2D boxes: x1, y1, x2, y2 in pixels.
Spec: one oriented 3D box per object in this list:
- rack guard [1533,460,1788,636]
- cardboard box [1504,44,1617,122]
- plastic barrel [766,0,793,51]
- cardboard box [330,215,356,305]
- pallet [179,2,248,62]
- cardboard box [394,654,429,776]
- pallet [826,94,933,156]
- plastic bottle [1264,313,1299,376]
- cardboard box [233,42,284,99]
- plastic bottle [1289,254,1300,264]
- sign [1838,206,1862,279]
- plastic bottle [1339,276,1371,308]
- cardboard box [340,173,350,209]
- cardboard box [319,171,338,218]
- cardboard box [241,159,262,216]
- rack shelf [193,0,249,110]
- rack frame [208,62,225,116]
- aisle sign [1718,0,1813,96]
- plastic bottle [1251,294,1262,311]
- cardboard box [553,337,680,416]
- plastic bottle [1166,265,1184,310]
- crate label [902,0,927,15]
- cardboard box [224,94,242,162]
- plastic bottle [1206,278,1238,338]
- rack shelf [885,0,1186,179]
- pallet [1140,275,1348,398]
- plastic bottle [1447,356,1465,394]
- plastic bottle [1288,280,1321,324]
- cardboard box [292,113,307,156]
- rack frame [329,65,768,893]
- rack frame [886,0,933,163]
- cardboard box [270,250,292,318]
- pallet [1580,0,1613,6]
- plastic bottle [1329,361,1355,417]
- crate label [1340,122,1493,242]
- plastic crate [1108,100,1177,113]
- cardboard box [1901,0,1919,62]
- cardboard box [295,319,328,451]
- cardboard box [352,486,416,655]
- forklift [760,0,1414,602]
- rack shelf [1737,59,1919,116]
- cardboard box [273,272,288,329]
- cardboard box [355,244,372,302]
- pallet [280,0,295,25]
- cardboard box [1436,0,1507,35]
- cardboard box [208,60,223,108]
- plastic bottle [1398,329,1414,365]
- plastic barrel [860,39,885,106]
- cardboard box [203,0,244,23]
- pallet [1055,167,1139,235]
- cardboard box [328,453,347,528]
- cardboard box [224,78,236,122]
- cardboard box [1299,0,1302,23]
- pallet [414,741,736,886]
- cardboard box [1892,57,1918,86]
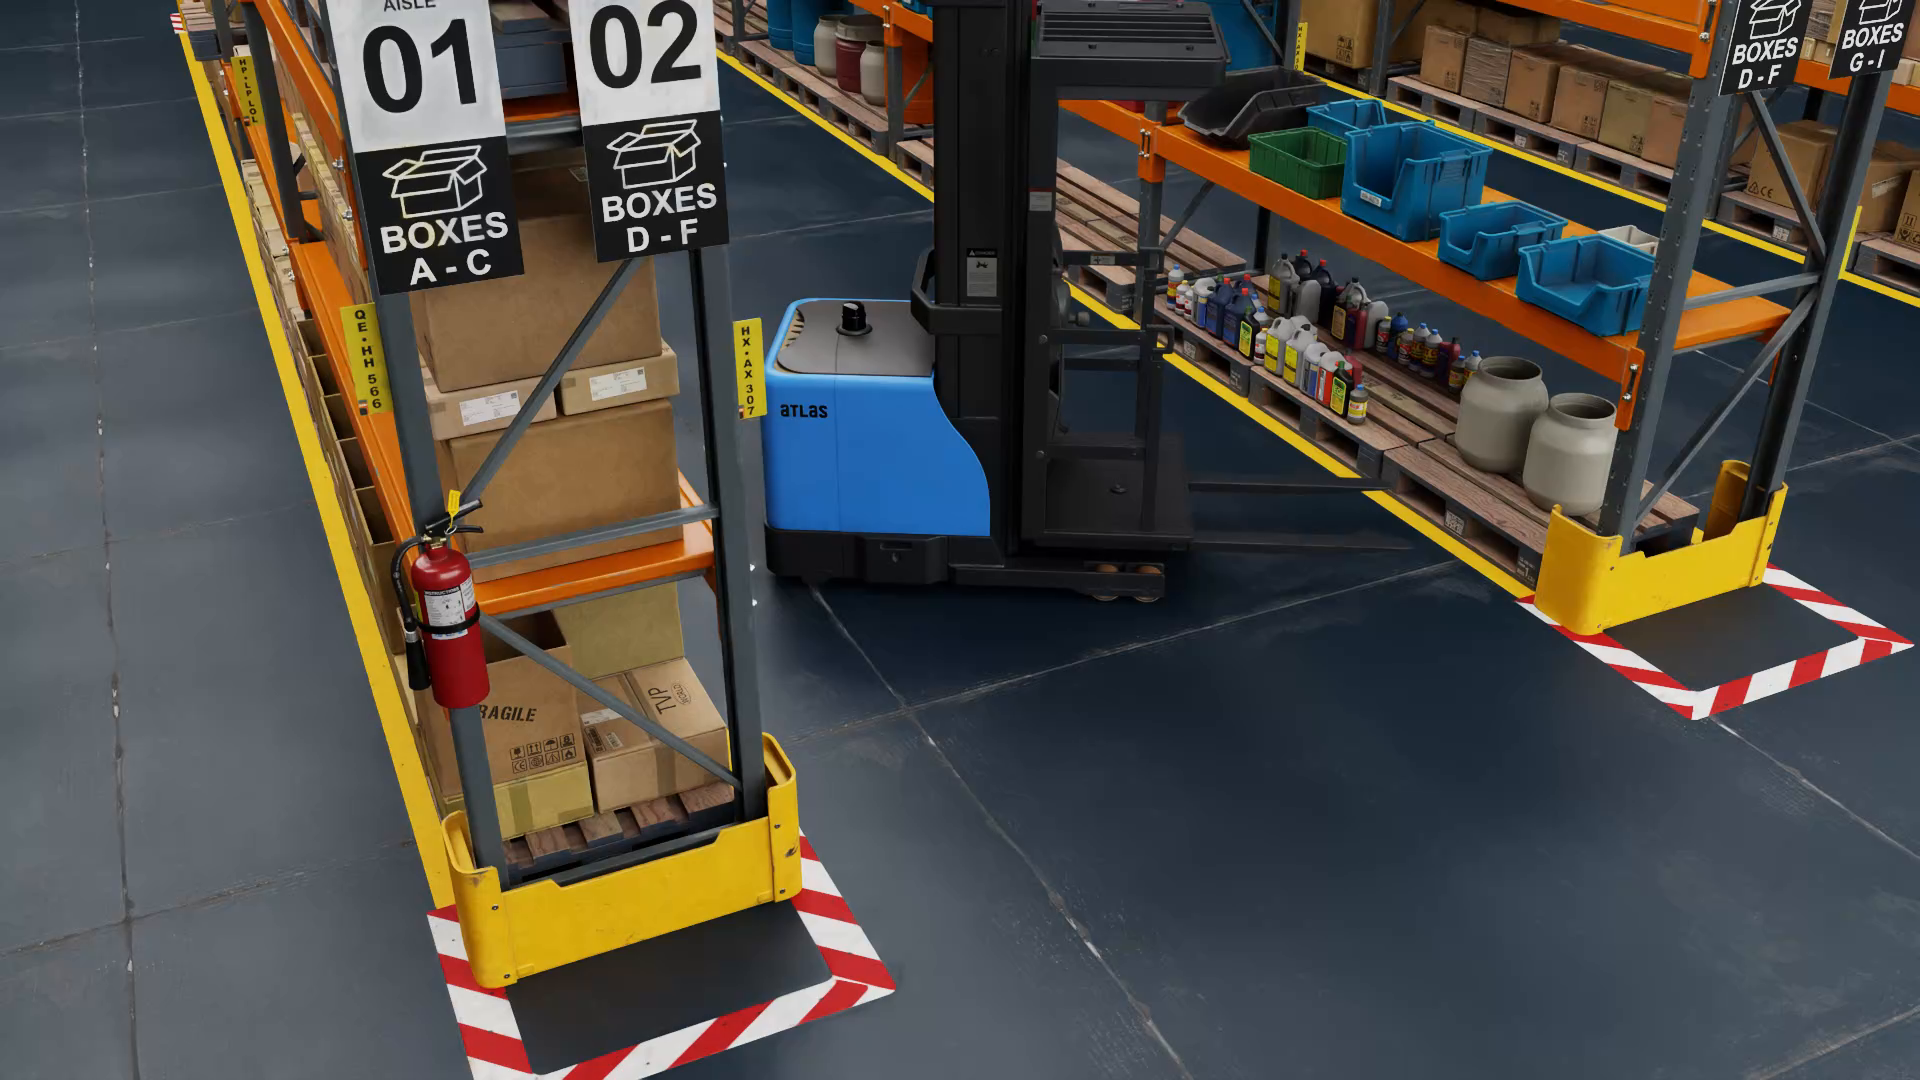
[{"bbox_3d":[3.240,0.025,7.695,1.175,0.500,0.348,-13,32,-22],"label":"rack guard"},{"bbox_3d":[5.159,-3.934,14.305,0.700,0.500,0.500,-10,31,-18],"label":"cardboard box"},{"bbox_3d":[-1.618,-5.367,16.470,0.600,0.901,0.708,-13,32,-22],"label":"plastic barrel"},{"bbox_3d":[-2.449,-1.388,7.556,0.700,0.500,0.500,-13,32,-22],"label":"cardboard box"},{"bbox_3d":[-4.949,-3.738,12.046,1.213,0.211,1.003,-13,32,-22],"label":"pallet"},{"bbox_3d":[-1.882,0.619,6.461,0.500,0.250,0.500,-13,32,-22],"label":"cardboard box"},{"bbox_3d":[-0.495,-3.699,14.631,1.003,0.211,1.213,-13,32,-22],"label":"pallet"},{"bbox_3d":[1.833,-1.131,9.458,0.144,0.351,0.185,-13,32,-22],"label":"plastic bottle"},{"bbox_3d":[-4.385,-3.063,10.736,0.500,0.311,0.500,-13,32,-23],"label":"cardboard box"},{"bbox_3d":[2.103,-1.673,10.494,0.061,0.283,0.133,-11,31,-20],"label":"plastic bottle"},{"bbox_3d":[3.814,-1.276,7.176,0.100,0.325,0.005,-13,32,-22],"label":"sign"},{"bbox_3d":[2.356,-1.394,9.928,0.144,0.351,0.185,-13,32,-22],"label":"plastic bottle"},{"bbox_3d":[-2.035,-1.520,6.466,0.700,0.500,0.500,-13,32,-22],"label":"cardboard box"},{"bbox_3d":[-2.497,-1.487,7.069,0.380,0.149,0.250,-14,32,-24],"label":"cardboard box"},{"bbox_3d":[-4.635,-2.473,11.402,0.500,0.311,0.500,-12,31,-20],"label":"cardboard box"},{"bbox_3d":[-5.453,-4.107,13.243,1.077,0.370,4.000,-13,32,-22],"label":"rack shelf"},{"bbox_3d":[-6.312,-5.304,14.643,1.000,3.000,0.127,-13,32,-22],"label":"rack frame"},{"bbox_3d":[3.078,-2.082,6.238,0.394,0.787,0.004,-13,32,-22],"label":"aisle sign"},{"bbox_3d":[1.741,-1.328,9.892,0.097,0.271,0.097,0,29,0],"label":"plastic bottle"},{"bbox_3d":[-1.134,-0.549,5.396,0.380,0.149,0.250,-13,32,-22],"label":"cardboard box"},{"bbox_3d":[1.339,-1.578,10.337,0.097,0.271,0.097,0,29,0],"label":"plastic bottle"},{"bbox_3d":[-0.277,-4.238,12.912,0.303,0.233,0.416,-13,32,-22],"label":"crate label"},{"bbox_3d":[-5.430,-3.232,13.052,0.500,0.500,0.500,-14,32,-24],"label":"cardboard box"},{"bbox_3d":[1.570,-1.402,9.941,0.144,0.351,0.185,-12,32,-21],"label":"plastic bottle"},{"bbox_3d":[0.740,-3.379,11.944,1.077,0.370,4.000,-13,32,-22],"label":"rack shelf"},{"bbox_3d":[1.849,-1.287,10.330,1.003,0.211,1.213,-13,32,-22],"label":"pallet"},{"bbox_3d":[2.774,-0.925,9.245,0.097,0.201,0.097,0,29,0],"label":"plastic bottle"},{"bbox_3d":[2.094,-1.462,10.125,0.152,0.276,0.135,-13,32,-22],"label":"plastic bottle"},{"bbox_3d":[-2.937,-1.938,7.873,0.380,0.149,0.250,-13,32,-22],"label":"cardboard box"},{"bbox_3d":[-1.160,-0.004,5.190,1.000,3.000,0.127,-13,32,-22],"label":"rack frame"},{"bbox_3d":[-0.119,-4.576,13.343,1.000,3.000,0.127,-13,32,-22],"label":"rack frame"},{"bbox_3d":[-3.751,-1.567,9.786,0.500,0.311,0.500,-13,32,-22],"label":"cardboard box"},{"bbox_3d":[5.241,-4.666,13.701,1.003,0.211,1.213,-13,32,-22],"label":"pallet"},{"bbox_3d":[2.064,-0.816,8.966,0.061,0.283,0.133,-12,32,-21],"label":"plastic bottle"},{"bbox_3d":[2.281,-1.814,8.381,0.502,0.435,0.616,-13,32,-22],"label":"crate label"},{"bbox_3d":[1.114,-2.986,10.444,0.402,0.464,0.583,-13,32,-22],"label":"plastic crate"},{"bbox_3d":[6.697,-3.383,10.809,0.875,0.500,0.500,-13,32,-22],"label":"cardboard box"},{"bbox_3d":[-2.961,-0.811,8.244,0.500,0.500,0.500,-13,32,-22],"label":"cardboard box"},{"bbox_3d":[-2.101,0.072,6.669,0.500,0.500,0.500,-13,32,-22],"label":"cardboard box"},{"bbox_3d":[0.622,-1.259,7.498,3.031,2.935,1.130,2,29,3],"label":"forklift"},{"bbox_3d":[6.930,-2.652,10.647,1.077,0.370,4.000,-13,32,-22],"label":"rack shelf"},{"bbox_3d":[-3.970,-1.551,10.332,0.500,0.250,0.500,-12,32,-21],"label":"cardboard box"},{"bbox_3d":[-2.053,-1.031,6.256,0.380,0.149,0.250,-12,32,-21],"label":"cardboard box"},{"bbox_3d":[-1.968,-2.131,6.007,1.003,0.211,1.213,-13,32,-22],"label":"pallet"},{"bbox_3d":[4.669,-4.755,15.002,0.500,0.250,0.500,-12,31,-20],"label":"cardboard box"},{"bbox_3d":[-6.324,-4.141,14.674,0.500,0.500,0.500,-15,32,-24],"label":"cardboard box"},{"bbox_3d":[2.586,-1.119,9.590,0.097,0.201,0.097,0,29,0],"label":"plastic bottle"},{"bbox_3d":[-0.668,-4.117,14.640,0.421,0.512,0.421,0,29,0],"label":"plastic barrel"},{"bbox_3d":[-4.966,-4.019,11.818,0.700,0.500,0.500,-26,38,-38],"label":"cardboard box"},{"bbox_3d":[0.698,-2.471,12.441,1.003,0.211,1.213,-13,32,-22],"label":"pallet"},{"bbox_3d":[-2.742,-0.264,8.036,0.500,0.250,0.500,-13,32,-22],"label":"cardboard box"},{"bbox_3d":[-5.236,-3.354,12.504,0.500,0.250,0.500,-12,31,-20],"label":"cardboard box"},{"bbox_3d":[3.701,-5.577,16.872,1.225,0.875,0.875,-13,32,-22],"label":"cardboard box"},{"bbox_3d":[-1.526,0.884,6.458,1.003,0.211,1.213,-13,32,-22],"label":"pallet"},{"bbox_3d":[6.306,-3.136,11.032,0.380,0.149,0.250,-13,32,-22],"label":"cardboard box"}]
